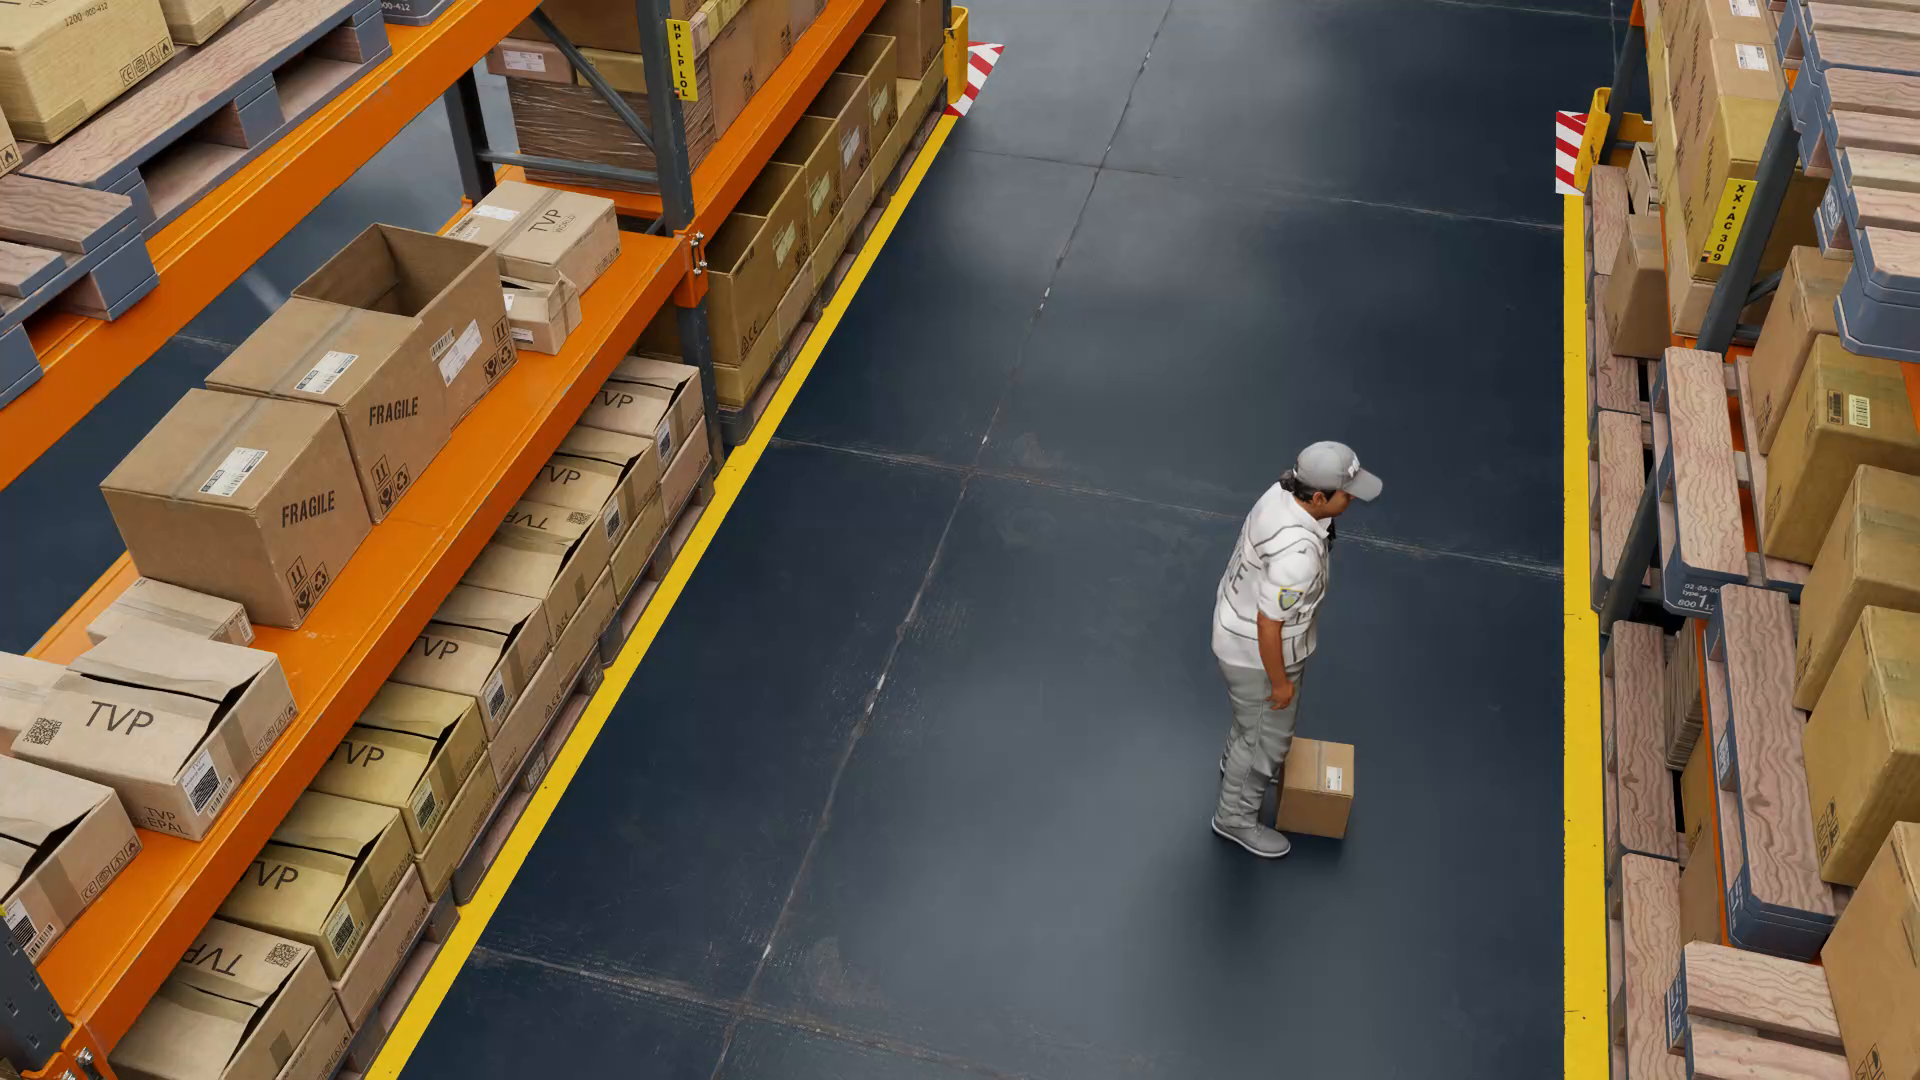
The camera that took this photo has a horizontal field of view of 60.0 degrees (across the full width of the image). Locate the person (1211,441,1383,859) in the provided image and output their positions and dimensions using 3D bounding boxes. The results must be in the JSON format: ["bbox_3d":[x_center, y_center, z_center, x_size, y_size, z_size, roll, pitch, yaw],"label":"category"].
[{"bbox_3d":[1.105,0.350,5.754,0.469,1.666,0.563,8,42,9],"label":"person"}]
